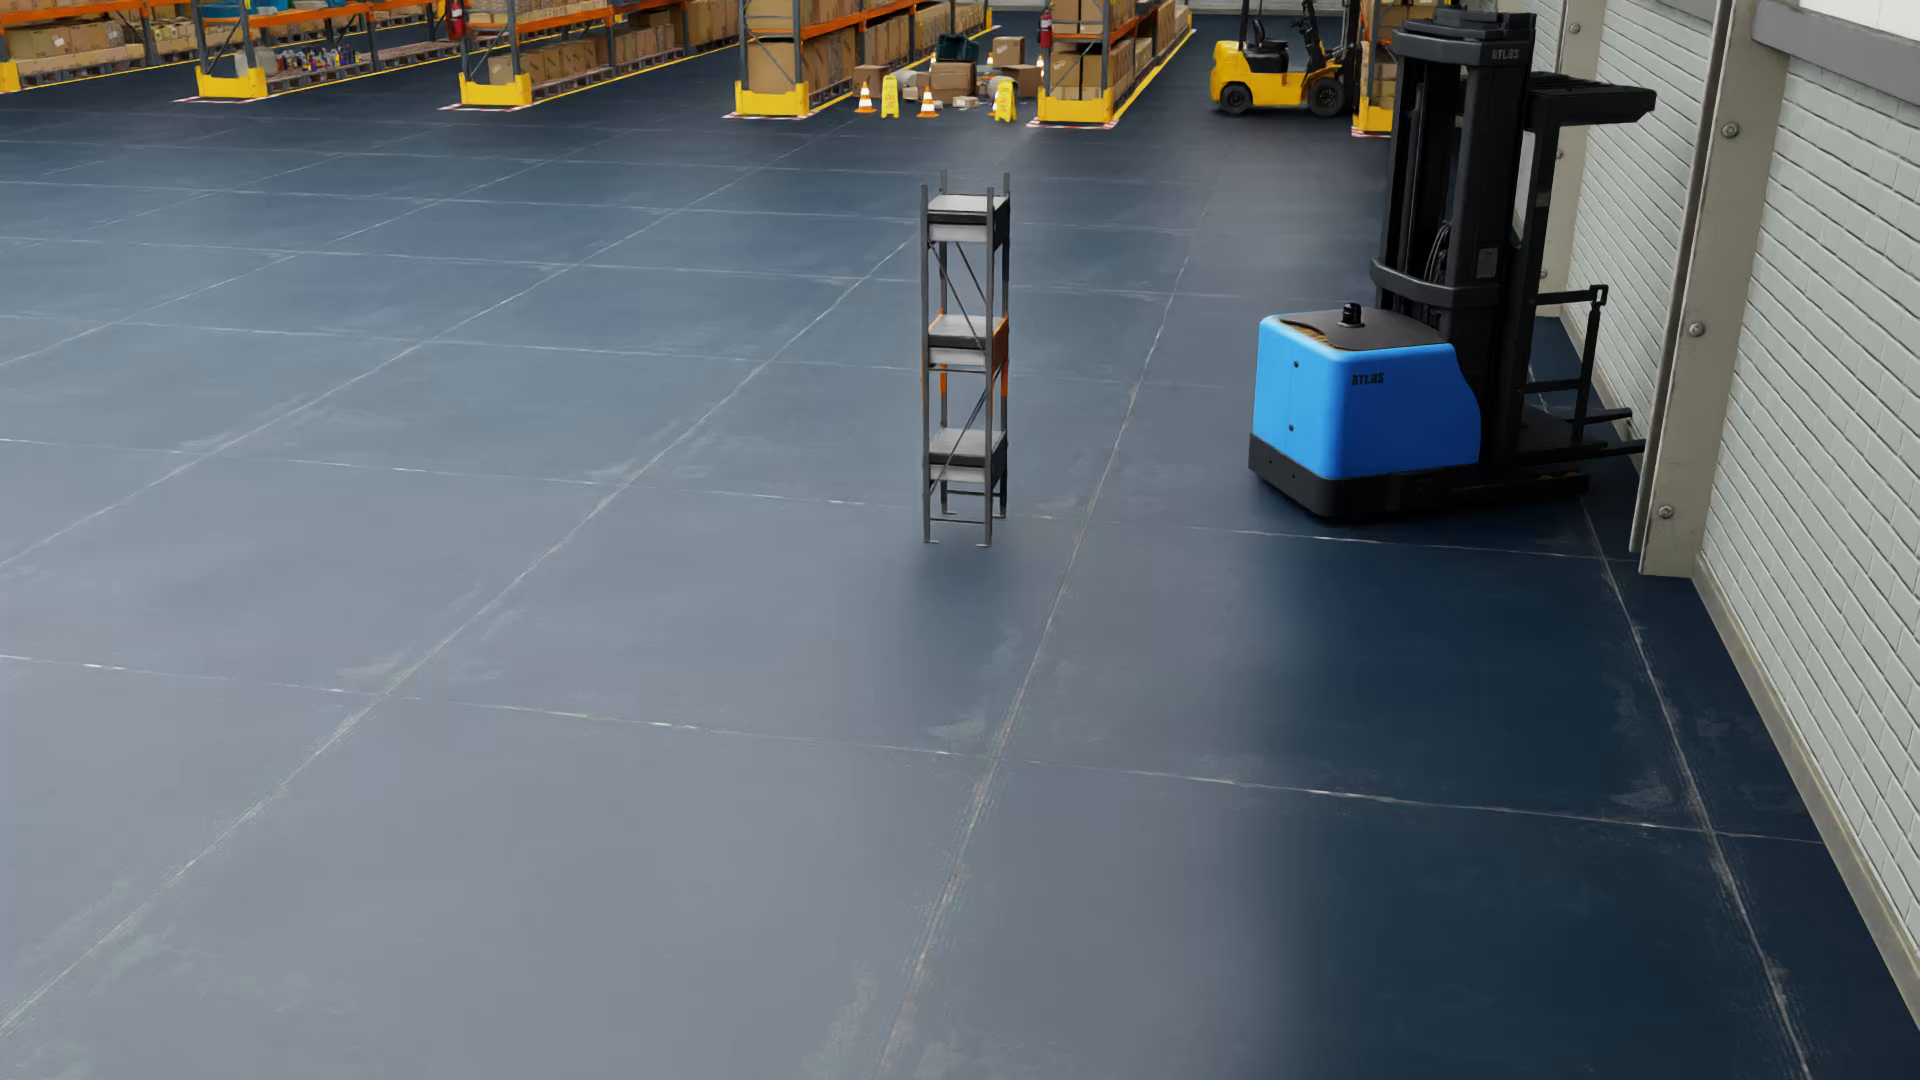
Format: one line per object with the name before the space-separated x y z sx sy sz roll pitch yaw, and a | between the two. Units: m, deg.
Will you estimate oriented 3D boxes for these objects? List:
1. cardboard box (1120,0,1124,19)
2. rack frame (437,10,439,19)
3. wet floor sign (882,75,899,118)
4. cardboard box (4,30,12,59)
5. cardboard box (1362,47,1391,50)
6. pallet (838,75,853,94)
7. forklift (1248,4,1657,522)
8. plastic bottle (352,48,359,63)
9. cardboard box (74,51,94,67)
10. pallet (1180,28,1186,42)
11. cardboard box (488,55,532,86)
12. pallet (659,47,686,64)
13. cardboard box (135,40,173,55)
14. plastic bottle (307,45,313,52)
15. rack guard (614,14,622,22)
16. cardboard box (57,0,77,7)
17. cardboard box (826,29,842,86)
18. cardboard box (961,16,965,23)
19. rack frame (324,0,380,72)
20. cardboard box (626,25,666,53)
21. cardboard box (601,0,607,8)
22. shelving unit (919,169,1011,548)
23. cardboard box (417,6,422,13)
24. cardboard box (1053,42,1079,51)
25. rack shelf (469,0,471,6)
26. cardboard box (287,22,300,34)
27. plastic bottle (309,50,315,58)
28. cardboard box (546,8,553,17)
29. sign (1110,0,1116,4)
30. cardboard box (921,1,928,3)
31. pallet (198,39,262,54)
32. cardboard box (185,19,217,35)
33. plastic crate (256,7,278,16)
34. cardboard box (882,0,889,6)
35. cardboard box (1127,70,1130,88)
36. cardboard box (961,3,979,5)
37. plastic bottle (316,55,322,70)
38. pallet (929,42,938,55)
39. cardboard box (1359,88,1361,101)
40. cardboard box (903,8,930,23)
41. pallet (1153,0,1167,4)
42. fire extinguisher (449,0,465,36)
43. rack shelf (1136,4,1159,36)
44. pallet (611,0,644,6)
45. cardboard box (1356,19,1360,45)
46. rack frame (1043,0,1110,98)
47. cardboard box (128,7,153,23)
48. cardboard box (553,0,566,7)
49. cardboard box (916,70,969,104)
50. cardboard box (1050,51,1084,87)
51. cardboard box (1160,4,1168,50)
cardboard box | 2.387 -8.747 27.024 0.500 0.500 0.500 4 22 10
rack frame | -14.321 -15.398 44.070 1.000 3.000 0.127 4 22 11
wet floor sign | -1.121 -7.121 26.671 0.267 0.644 0.232 1 22 2
cardboard box | -17.767 -9.032 30.380 0.500 0.500 0.500 4 22 11
cardboard box | 6.879 -7.981 27.435 0.500 0.250 0.500 5 23 13
pallet | -2.469 -8.272 30.110 1.003 0.211 1.213 4 22 11
forklift | 3.451 -1.781 10.351 3.031 2.935 1.130 -7 23 -17
plastic bottle | -11.696 -9.373 32.159 0.061 0.283 0.133 6 23 14
cardboard box | -16.951 -9.193 31.783 0.500 0.250 0.500 4 22 11
pallet | 4.740 -11.849 38.992 1.003 0.211 1.213 4 22 11
cardboard box | -7.745 -8.052 28.615 0.500 0.500 0.500 9 24 21
pallet | -6.417 -10.136 34.739 1.003 0.211 1.213 4 22 11
cardboard box | -16.444 -10.057 33.928 0.500 0.250 0.500 4 22 10
plastic bottle | -12.492 -9.342 31.991 0.144 0.351 0.185 5 22 12
rack guard | -9.480 -13.869 43.621 1.175 0.500 0.348 4 22 11
cardboard box | -17.164 -10.329 31.350 0.700 0.500 0.500 5 23 13
cardboard box | -2.614 -8.492 29.206 0.875 0.875 0.875 5 22 11
cardboard box | -0.102 -12.270 39.161 0.380 0.149 0.250 6 23 13
rack frame | -11.921 -10.630 32.233 1.000 3.000 0.127 4 22 11
cardboard box | -6.474 -10.310 34.194 0.700 0.500 0.500 3 22 6
cardboard box | -6.828 -10.035 31.091 0.380 0.149 0.250 4 22 11
shelving unit | 0.034 -1.035 9.612 0.431 2.100 0.503 4 22 11
cardboard box | -14.361 -13.929 43.626 0.380 0.166 0.250 4 22 11
cardboard box | 1.731 -8.054 27.084 0.380 0.149 0.250 5 22 12
rack shelf | -10.697 -12.491 37.815 1.077 0.370 4.000 4 22 11
cardboard box | -15.479 -11.853 38.026 0.500 0.500 0.500 4 22 9
plastic bottle | -12.403 -9.243 31.851 0.097 0.271 0.097 0 22 0
cardboard box | -7.348 -9.217 29.060 0.380 0.149 0.250 4 22 11
sign | 2.344 -8.394 25.523 0.100 0.325 0.005 4 22 11
cardboard box | -1.014 -11.896 37.157 0.500 0.250 0.500 3 22 9
pallet | -16.159 -10.880 36.587 1.003 0.211 1.213 4 22 11
cardboard box | -16.129 -10.883 35.228 0.500 0.311 0.500 5 22 12
plastic crate | -12.239 -9.348 29.401 0.298 0.136 0.250 4 22 11
cardboard box | -1.659 -10.423 31.585 0.500 0.500 0.500 4 22 11
cardboard box | 2.673 -7.984 28.781 0.500 0.250 0.500 4 22 9
cardboard box | 0.244 -13.074 40.758 0.380 0.149 0.250 5 22 12
plastic bottle | -11.972 -8.907 31.017 0.097 0.271 0.097 0 22 0
pallet | -1.009 -10.737 36.232 1.003 0.211 1.213 4 22 11
cardboard box | 6.765 -7.327 27.151 0.500 0.250 0.500 5 23 13
cardboard box | -0.940 -11.103 35.186 0.500 0.250 0.500 4 22 10
pallet | 3.404 -10.602 32.420 1.213 0.211 1.003 4 22 11
fire extinguisher | -8.363 -8.747 27.660 0.296 0.674 0.183 4 22 11
rack shelf | 3.037 -9.895 31.370 1.077 0.370 4.000 4 22 11
pallet | -6.774 -10.432 31.997 1.003 0.211 1.213 4 22 11
cardboard box | 8.803 -10.921 35.740 0.500 0.500 0.500 5 23 13
rack frame | 1.813 -8.034 25.787 1.000 3.000 0.127 4 22 11
cardboard box | -20.171 -12.936 40.273 0.750 0.750 0.750 5 23 13
cardboard box | -7.507 -9.727 29.457 0.875 0.500 0.500 4 22 11
cardboard box | -0.307 -7.712 28.328 0.797 0.503 0.637 -11 25 -26
cardboard box | 1.721 -7.614 26.859 0.500 0.500 0.500 5 22 11
cardboard box | 3.854 -10.741 34.791 0.875 0.875 0.875 5 22 12
